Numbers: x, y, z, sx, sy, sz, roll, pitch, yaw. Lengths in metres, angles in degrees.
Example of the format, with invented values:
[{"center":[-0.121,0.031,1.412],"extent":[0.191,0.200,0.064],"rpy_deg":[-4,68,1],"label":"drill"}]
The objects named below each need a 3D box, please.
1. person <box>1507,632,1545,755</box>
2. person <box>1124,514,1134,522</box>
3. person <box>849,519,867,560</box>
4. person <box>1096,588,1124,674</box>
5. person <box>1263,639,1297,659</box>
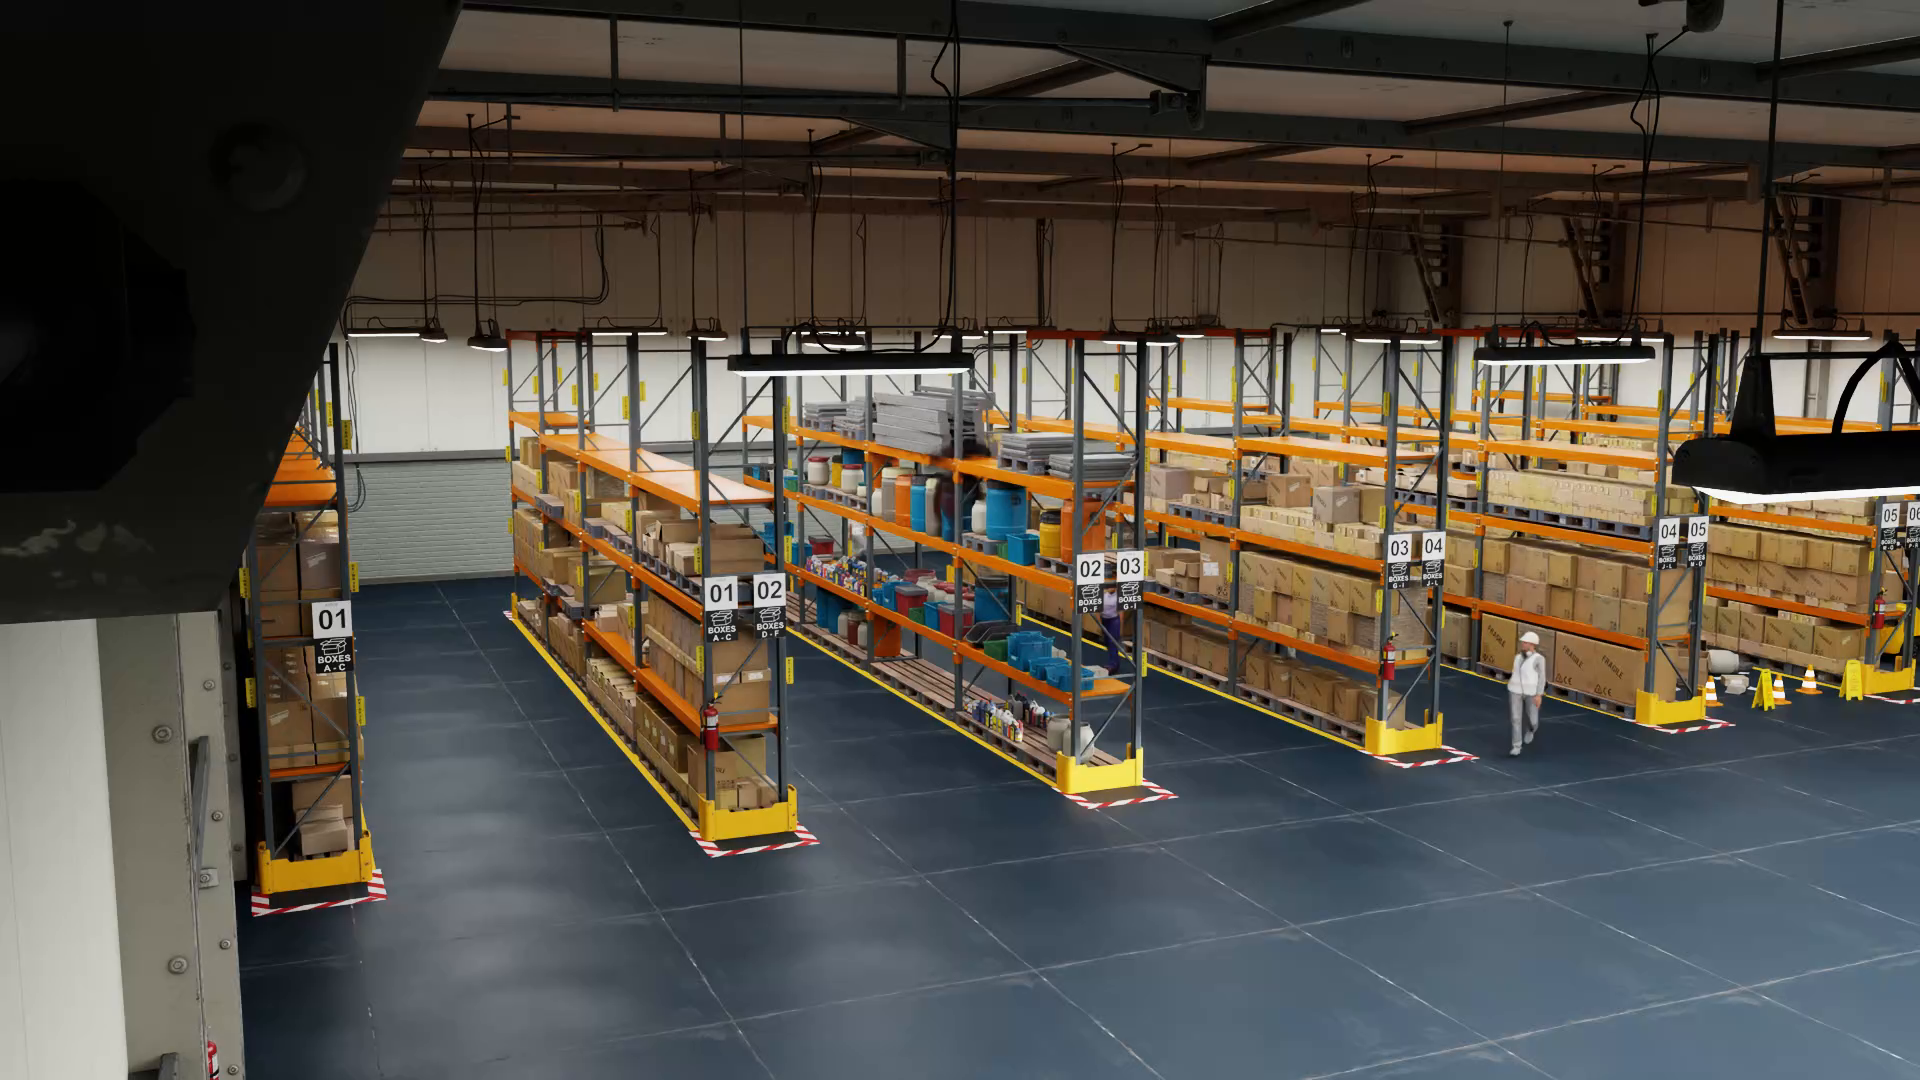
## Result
[{"center":[8.189,2.197,24.076],"extent":[0.509,1.757,0.821],"rpy_deg":[2,8,17],"label":"person"},{"center":[4.214,-0.336,42.785],"extent":[0.487,1.678,0.441],"rpy_deg":[4,9,24],"label":"person"},{"center":[-2.508,-0.119,41.169],"extent":[0.473,1.681,0.441],"rpy_deg":[0,8,-1],"label":"person"},{"center":[2.645,1.525,29.478],"extent":[0.482,1.623,0.495],"rpy_deg":[-5,9,-30],"label":"person"},{"center":[5.891,1.347,30.341],"extent":[0.650,1.726,1.019],"rpy_deg":[-3,8,-19],"label":"person"}]
